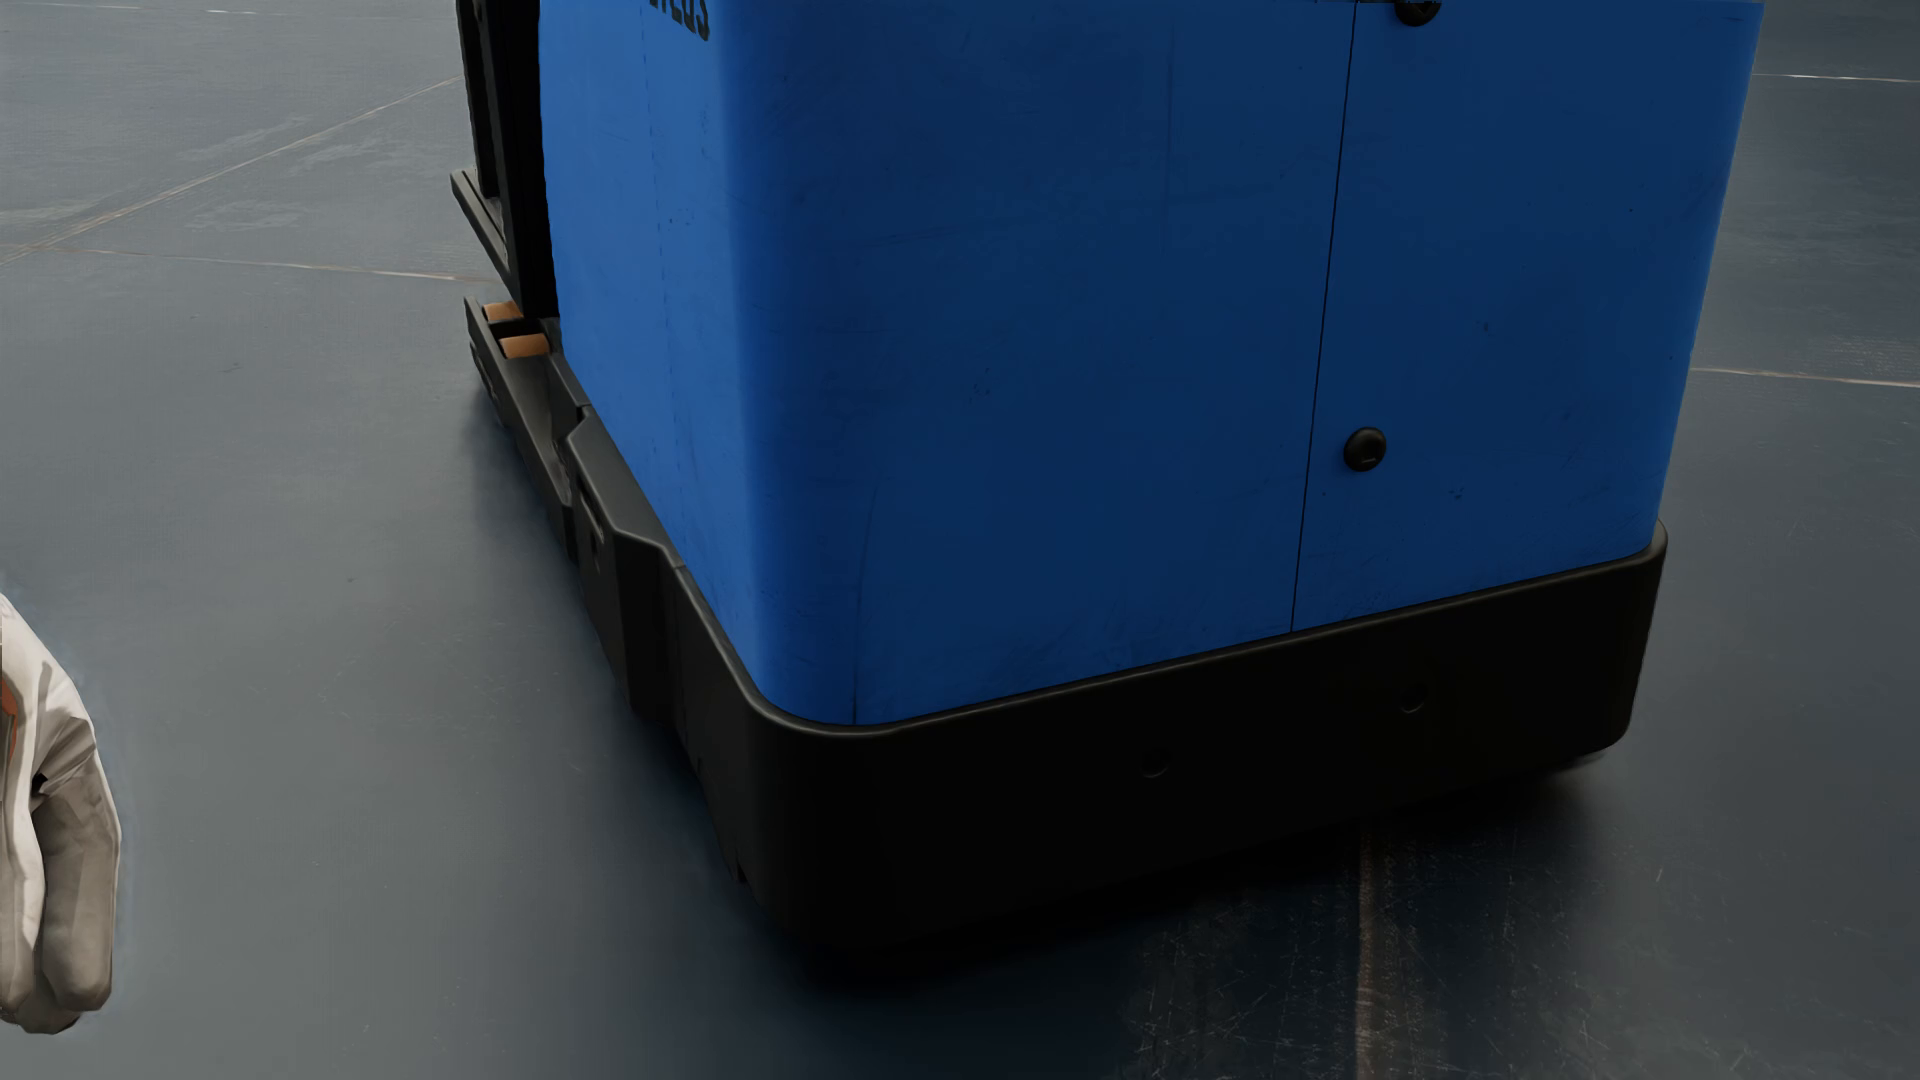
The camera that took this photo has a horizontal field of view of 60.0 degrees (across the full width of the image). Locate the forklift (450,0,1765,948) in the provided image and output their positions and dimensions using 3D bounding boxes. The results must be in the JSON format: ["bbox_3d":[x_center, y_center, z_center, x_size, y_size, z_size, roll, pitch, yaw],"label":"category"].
[{"bbox_3d":[-0.254,-1.563,2.345,1.130,2.935,3.031,-11,29,-20],"label":"forklift"}]
